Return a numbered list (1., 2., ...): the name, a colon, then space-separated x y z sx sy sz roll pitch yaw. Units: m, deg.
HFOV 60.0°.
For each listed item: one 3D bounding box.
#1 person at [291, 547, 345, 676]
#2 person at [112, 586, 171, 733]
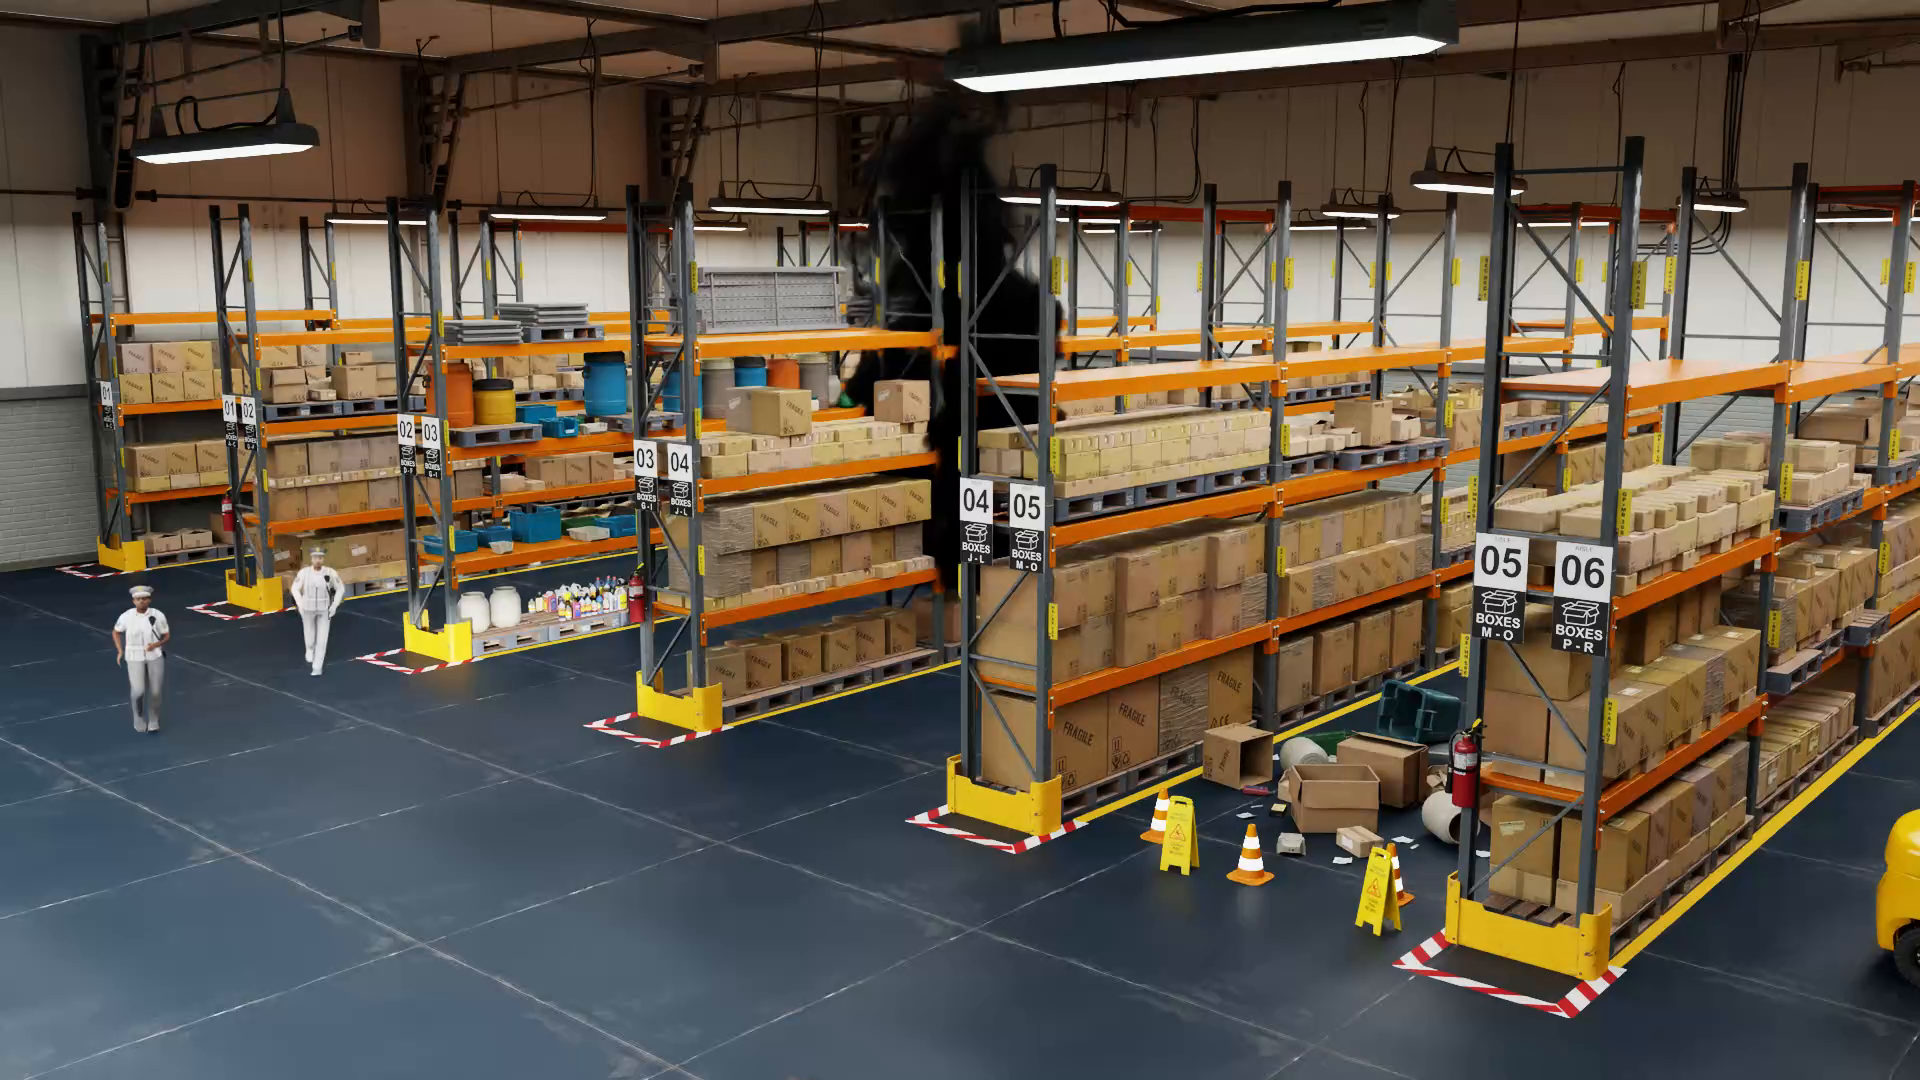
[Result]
1. person: -8.142 0.865 21.130 0.632 1.642 0.599 -4 10 -25
2. person: -8.959 1.317 18.259 0.562 1.658 0.621 -5 11 -28
